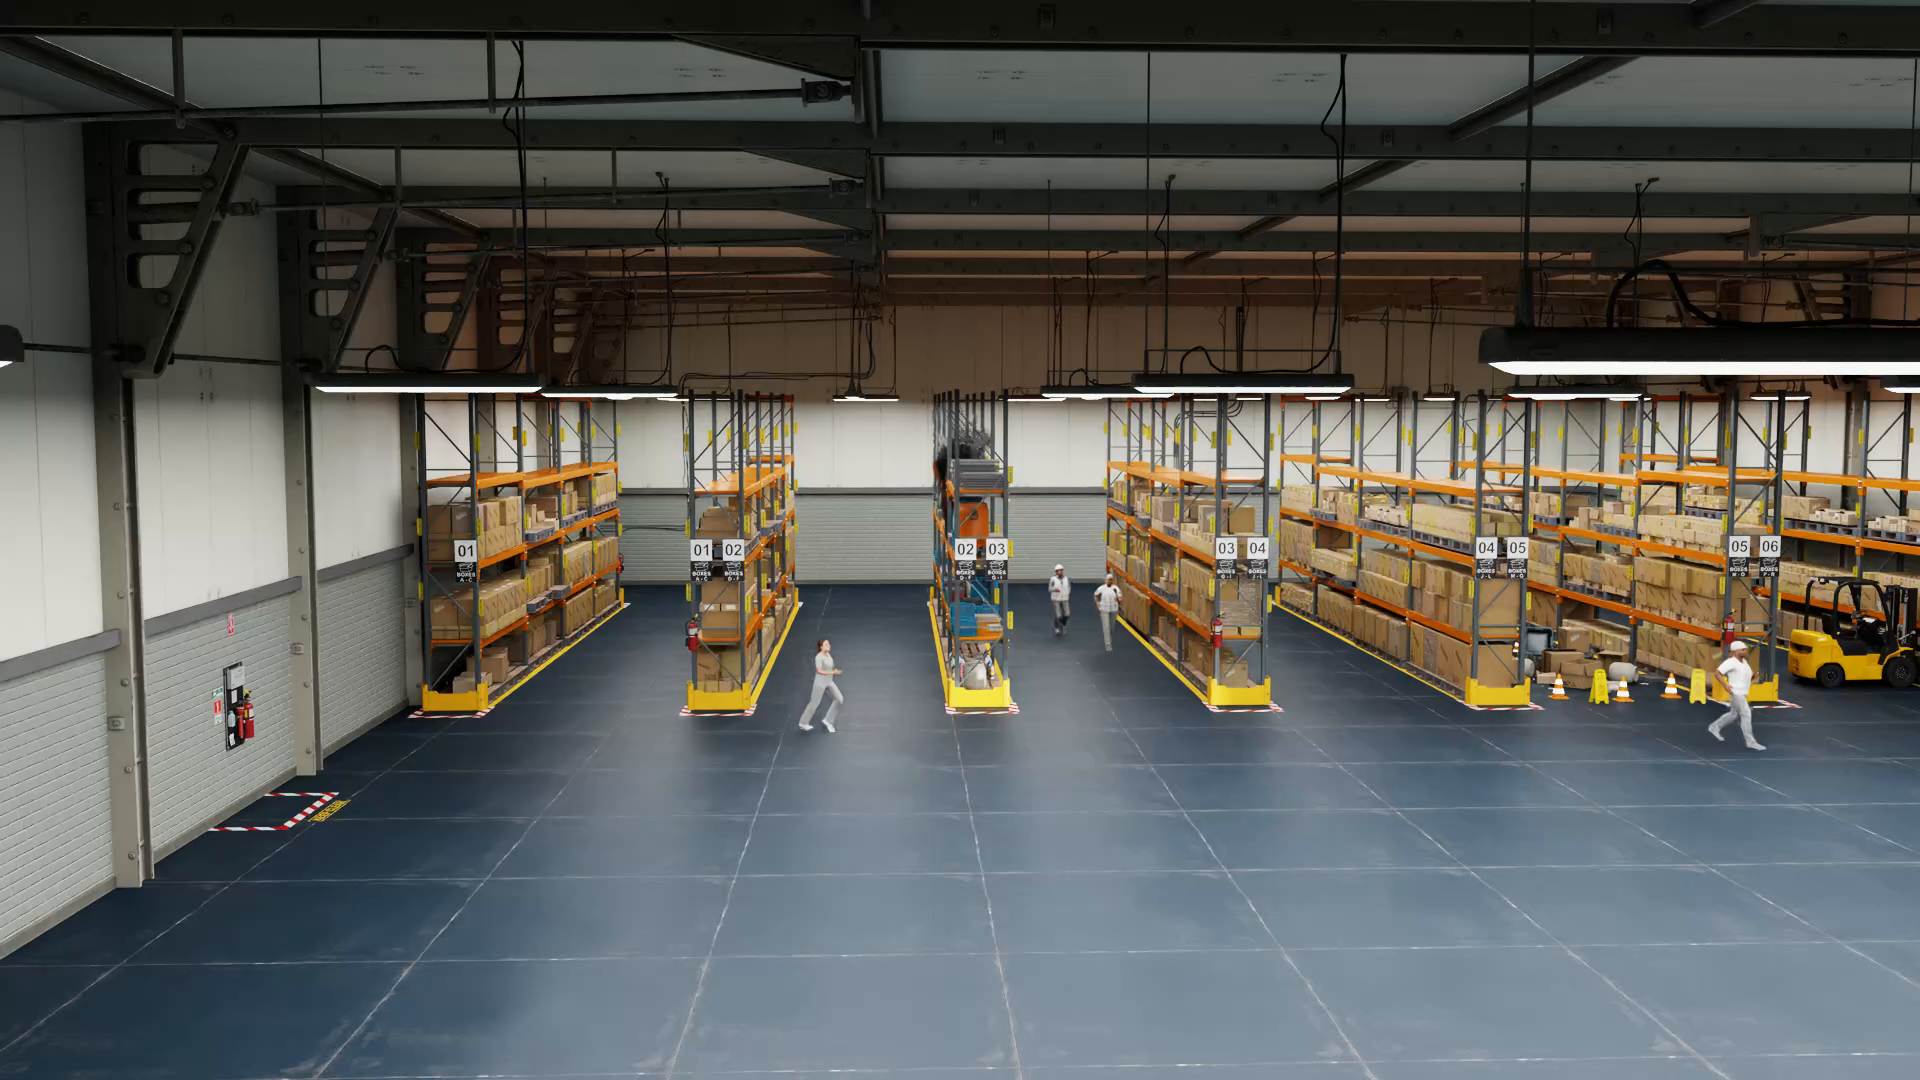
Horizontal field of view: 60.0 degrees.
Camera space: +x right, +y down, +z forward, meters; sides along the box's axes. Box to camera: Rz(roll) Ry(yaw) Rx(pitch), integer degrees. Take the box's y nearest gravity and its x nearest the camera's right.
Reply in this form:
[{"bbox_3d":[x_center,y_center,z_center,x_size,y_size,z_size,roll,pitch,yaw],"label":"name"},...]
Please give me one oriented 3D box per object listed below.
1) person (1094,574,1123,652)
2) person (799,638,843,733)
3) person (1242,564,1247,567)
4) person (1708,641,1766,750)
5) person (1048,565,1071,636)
[{"bbox_3d":[3.298,1.604,36.721,0.605,1.701,0.872,-1,5,-10],"label":"person"},{"bbox_3d":[-2.386,2.528,28.952,0.860,1.672,0.572,3,5,30],"label":"person"},{"bbox_3d":[8.403,0.943,48.622,0.882,1.650,0.721,-4,6,-42],"label":"person"},{"bbox_3d":[12.951,2.554,27.669,0.984,1.754,0.700,4,6,43],"label":"person"},{"bbox_3d":[2.502,1.495,41.140,0.642,1.767,0.647,-1,5,-13],"label":"person"}]
